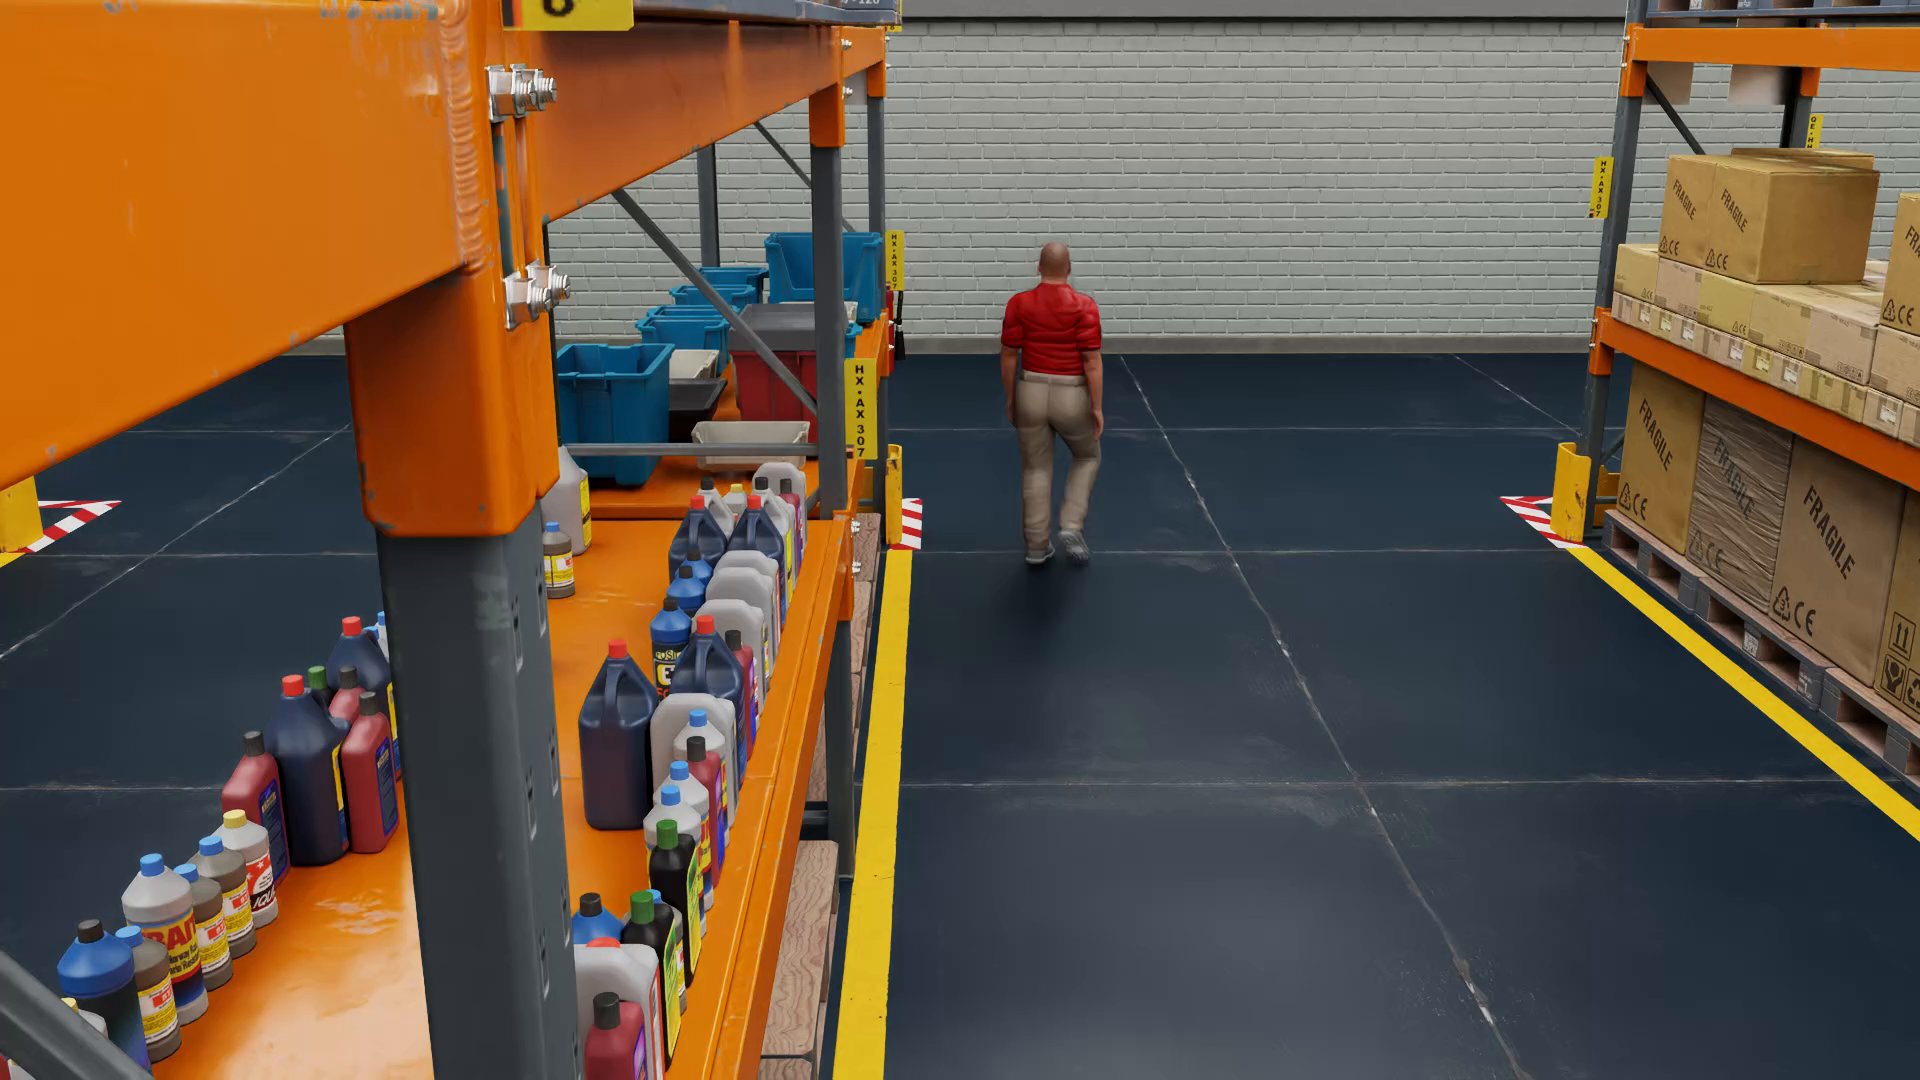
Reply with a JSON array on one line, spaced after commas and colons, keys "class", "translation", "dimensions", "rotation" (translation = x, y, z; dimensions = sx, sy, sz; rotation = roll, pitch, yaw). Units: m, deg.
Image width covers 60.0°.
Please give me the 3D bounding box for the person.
[{"class": "person", "translation": [0.510, -0.706, 8.907], "dimensions": [0.577, 1.786, 0.481], "rotation": [4, 18, 14]}]
